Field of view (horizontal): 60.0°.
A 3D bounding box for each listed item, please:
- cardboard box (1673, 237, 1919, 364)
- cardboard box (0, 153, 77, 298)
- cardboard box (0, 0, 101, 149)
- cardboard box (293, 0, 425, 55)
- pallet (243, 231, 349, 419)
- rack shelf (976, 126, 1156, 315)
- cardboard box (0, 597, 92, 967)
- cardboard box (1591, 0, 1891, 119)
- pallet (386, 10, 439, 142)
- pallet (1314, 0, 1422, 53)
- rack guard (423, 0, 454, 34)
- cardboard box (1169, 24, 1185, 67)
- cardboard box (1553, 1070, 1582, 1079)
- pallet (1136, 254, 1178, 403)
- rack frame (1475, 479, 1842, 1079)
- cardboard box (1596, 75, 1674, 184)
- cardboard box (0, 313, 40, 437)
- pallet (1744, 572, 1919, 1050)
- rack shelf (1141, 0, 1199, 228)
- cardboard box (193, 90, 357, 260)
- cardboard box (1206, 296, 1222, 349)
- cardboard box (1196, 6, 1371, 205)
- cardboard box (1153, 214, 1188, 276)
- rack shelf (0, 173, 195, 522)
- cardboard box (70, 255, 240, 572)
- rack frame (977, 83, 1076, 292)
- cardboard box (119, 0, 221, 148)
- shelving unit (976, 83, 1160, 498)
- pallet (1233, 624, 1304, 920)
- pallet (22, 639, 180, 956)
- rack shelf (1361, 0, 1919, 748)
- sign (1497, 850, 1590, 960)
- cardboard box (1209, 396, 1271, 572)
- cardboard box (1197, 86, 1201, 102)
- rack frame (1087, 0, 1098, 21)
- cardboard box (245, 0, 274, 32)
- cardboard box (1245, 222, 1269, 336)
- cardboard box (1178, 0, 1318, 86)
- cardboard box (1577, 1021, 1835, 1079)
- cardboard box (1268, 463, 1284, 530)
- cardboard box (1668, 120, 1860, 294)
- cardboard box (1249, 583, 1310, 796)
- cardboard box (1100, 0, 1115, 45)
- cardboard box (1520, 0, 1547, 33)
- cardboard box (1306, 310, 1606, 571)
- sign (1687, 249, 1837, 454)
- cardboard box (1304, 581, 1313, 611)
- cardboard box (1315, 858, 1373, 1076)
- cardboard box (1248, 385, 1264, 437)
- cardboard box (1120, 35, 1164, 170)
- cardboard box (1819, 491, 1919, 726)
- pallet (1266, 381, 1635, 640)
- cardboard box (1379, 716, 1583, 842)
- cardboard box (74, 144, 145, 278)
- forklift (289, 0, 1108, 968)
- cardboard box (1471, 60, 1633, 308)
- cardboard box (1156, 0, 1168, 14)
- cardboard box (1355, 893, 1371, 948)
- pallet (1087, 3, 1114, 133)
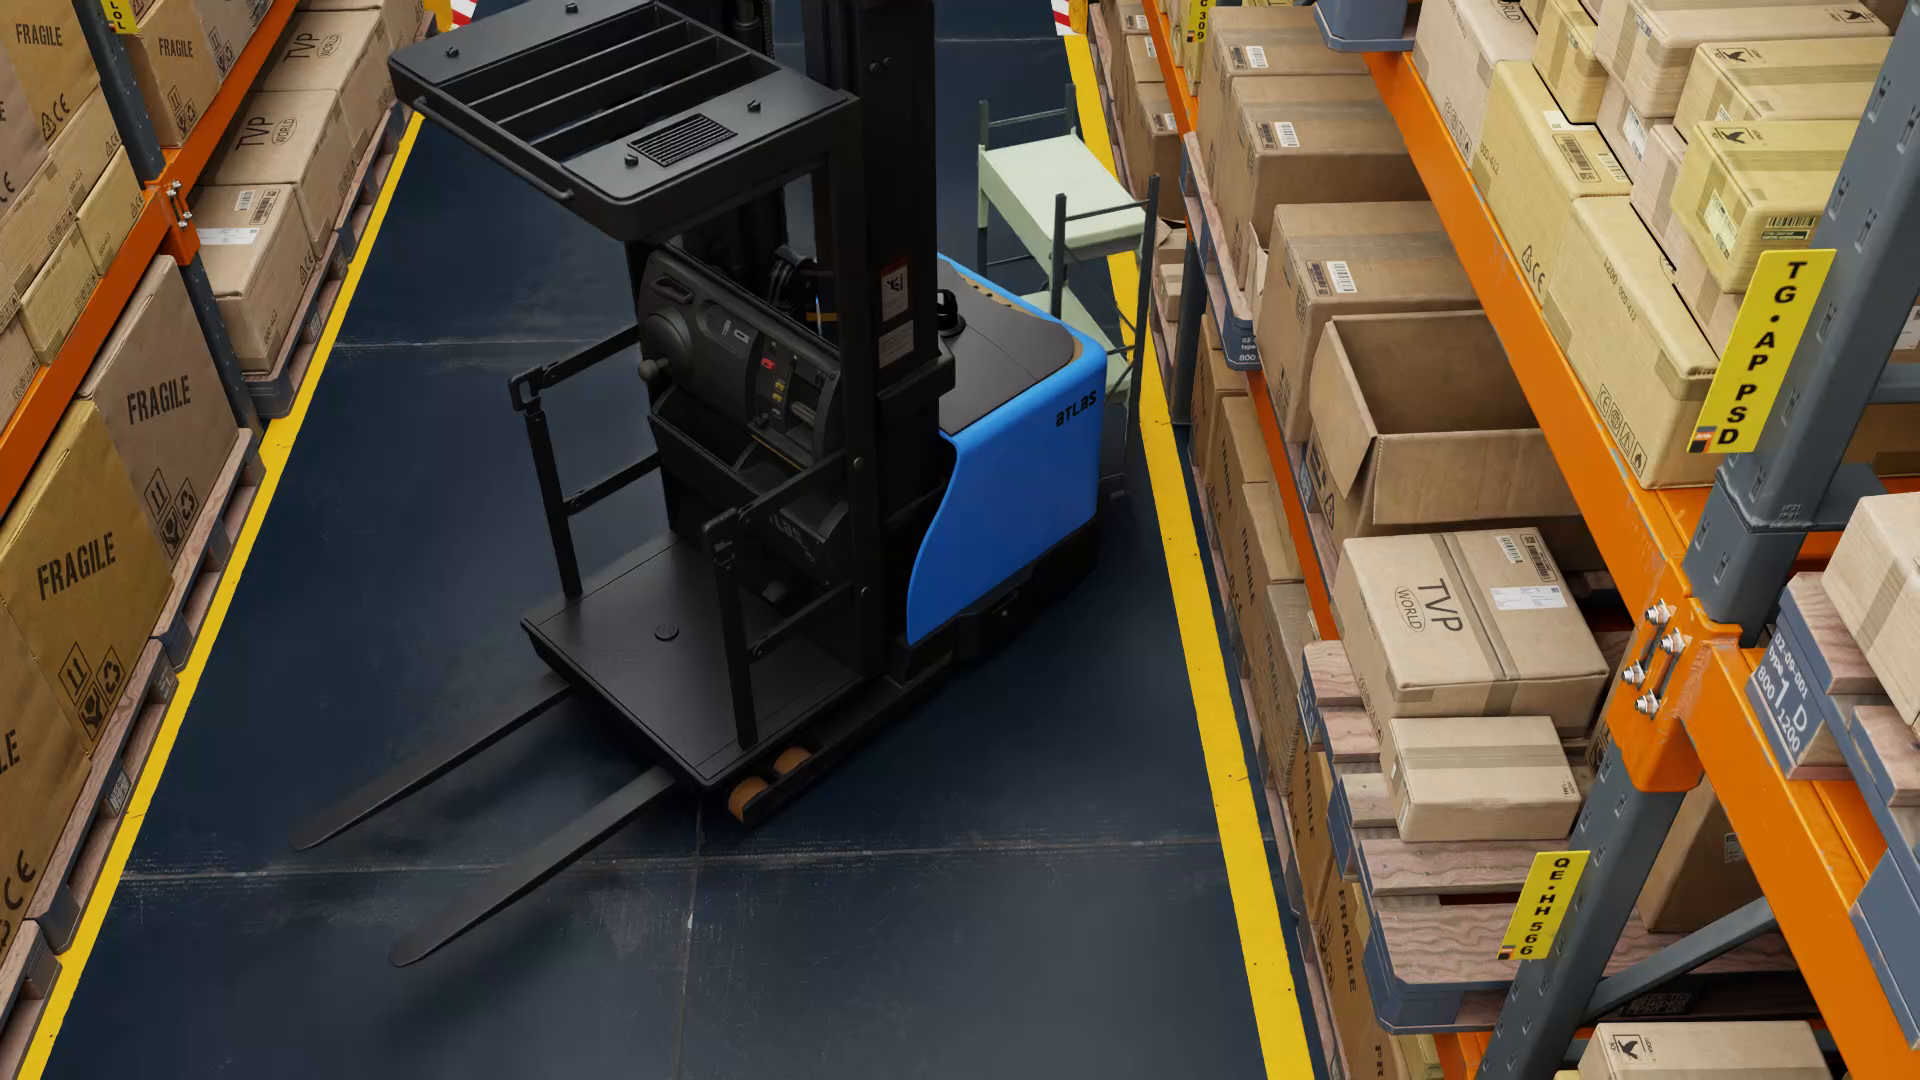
[{"bbox_3d":[1.341,-0.390,2.552,0.380,0.149,0.250,-1,43,-1],"label":"cardboard box"},{"bbox_3d":[-3.242,-1.017,5.380,0.500,0.250,0.500,-1,43,-1],"label":"cardboard box"},{"bbox_3d":[-3.262,-1.627,5.491,0.500,0.500,0.500,0,43,0],"label":"cardboard box"},{"bbox_3d":[-3.574,-2.983,9.370,0.875,0.438,0.875,-3,43,-3],"label":"cardboard box"},{"bbox_3d":[-3.486,-1.003,7.688,1.003,0.211,1.213,-2,43,-2],"label":"pallet"},{"bbox_3d":[0.394,-1.225,6.399,0.431,0.370,0.720,-15,45,-16],"label":"rack shelf"},{"bbox_3d":[-3.342,0.742,4.982,0.875,0.875,0.875,-1,43,-1],"label":"cardboard box"},{"bbox_3d":[1.319,-0.849,2.833,0.380,0.149,0.250,-3,43,-3],"label":"cardboard box"},{"bbox_3d":[-3.590,-2.650,9.485,1.003,0.211,1.213,-2,43,-2],"label":"pallet"},{"bbox_3d":[1.432,-1.555,4.145,1.213,0.211,1.003,-2,43,-2],"label":"pallet"},{"bbox_3d":[-3.703,-3.311,9.992,1.175,0.500,0.348,-2,43,-2],"label":"rack guard"},{"bbox_3d":[1.093,-2.126,7.035,0.380,0.149,0.250,-1,43,-1],"label":"cardboard box"},{"bbox_3d":[1.347,1.218,2.942,0.500,0.250,0.500,-2,43,-2],"label":"cardboard box"},{"bbox_3d":[1.399,-1.096,7.790,1.003,0.211,1.213,-2,43,-2],"label":"pallet"},{"bbox_3d":[1.597,1.040,3.396,1.000,3.000,0.127,-2,43,-2],"label":"rack frame"},{"bbox_3d":[1.364,-0.744,2.937,0.380,0.149,0.250,-1,43,-1],"label":"cardboard box"},{"bbox_3d":[-3.238,-0.480,5.164,0.500,0.250,0.500,-3,43,-3],"label":"cardboard box"},{"bbox_3d":[1.715,0.459,1.949,1.213,0.211,1.003,0,43,0],"label":"pallet"},{"bbox_3d":[1.342,-2.745,8.058,1.077,0.370,4.000,-2,43,-2],"label":"rack shelf"},{"bbox_3d":[-3.490,-1.757,8.032,0.875,0.438,0.875,-3,43,-3],"label":"cardboard box"},{"bbox_3d":[1.177,-0.883,6.553,0.380,0.149,0.250,0,43,0],"label":"cardboard box"},{"bbox_3d":[1.224,-1.519,5.803,0.700,0.500,0.500,-1,43,-1],"label":"cardboard box"},{"bbox_3d":[1.095,-1.416,7.788,0.396,0.266,0.258,0,43,0],"label":"cardboard box"},{"bbox_3d":[-3.447,0.100,4.954,1.077,0.370,4.000,-2,43,-2],"label":"rack shelf"},{"bbox_3d":[-3.426,-0.471,6.305,0.875,0.875,0.875,0,43,0],"label":"cardboard box"},{"bbox_3d":[0.261,-1.168,6.914,0.400,1.500,0.023,-15,45,-16],"label":"rack frame"},{"bbox_3d":[-3.290,-1.877,6.503,0.500,0.500,0.500,0,43,0],"label":"cardboard box"},{"bbox_3d":[0.394,-0.937,6.663,0.431,1.500,0.755,-15,45,-16],"label":"shelving unit"},{"bbox_3d":[1.554,0.741,5.785,1.003,0.211,1.213,-2,43,-2],"label":"pallet"},{"bbox_3d":[-3.369,0.857,5.659,1.003,0.211,1.213,-2,43,-2],"label":"pallet"},{"bbox_3d":[1.512,-1.151,4.098,1.077,0.370,4.000,-2,43,-2],"label":"rack shelf"},{"bbox_3d":[1.055,0.664,3.007,0.100,0.325,0.005,-2,43,-2],"label":"sign"},{"bbox_3d":[1.255,-0.202,6.289,0.500,0.500,0.500,-2,43,-2],"label":"cardboard box"},{"bbox_3d":[1.161,-1.776,6.653,0.380,0.149,0.250,-1,43,-1],"label":"cardboard box"},{"bbox_3d":[1.257,-4.361,9.288,1.000,3.000,0.127,-2,43,-2],"label":"rack frame"},{"bbox_3d":[-3.322,-2.552,7.241,0.500,0.500,0.500,-1,43,-2],"label":"cardboard box"},{"bbox_3d":[1.103,-0.817,5.210,0.396,0.266,0.258,0,43,0],"label":"cardboard box"},{"bbox_3d":[1.162,-2.052,6.659,0.500,0.250,0.500,-1,43,-1],"label":"cardboard box"},{"bbox_3d":[1.316,0.988,2.899,0.380,0.149,0.250,0,43,-1],"label":"cardboard box"},{"bbox_3d":[1.286,-0.171,5.776,0.380,0.149,0.250,-2,43,-2],"label":"cardboard box"},{"bbox_3d":[1.287,-0.491,2.441,0.380,0.149,0.250,0,43,0],"label":"cardboard box"},{"bbox_3d":[1.288,0.486,5.539,0.500,0.500,0.500,-3,43,-3],"label":"cardboard box"},{"bbox_3d":[1.189,-3.180,9.536,0.797,0.503,0.637,-3,43,-3],"label":"cardboard box"},{"bbox_3d":[1.349,-1.080,3.304,0.380,0.149,0.250,-1,43,-1],"label":"cardboard box"},{"bbox_3d":[1.343,-0.250,4.415,0.797,0.503,0.637,-3,43,-3],"label":"cardboard box"},{"bbox_3d":[1.055,-0.242,2.192,0.100,0.325,0.005,-2,43,-2],"label":"sign"},{"bbox_3d":[1.335,0.178,5.395,0.380,0.149,0.250,-1,43,-2],"label":"cardboard box"},{"bbox_3d":[1.354,1.189,4.772,0.500,0.500,0.500,-2,43,-2],"label":"cardboard box"},{"bbox_3d":[1.288,-0.525,6.162,0.380,0.149,0.250,-4,43,-4],"label":"cardboard box"},{"bbox_3d":[1.109,-2.241,8.514,0.500,0.500,0.500,-1,43,-1],"label":"cardboard box"},{"bbox_3d":[1.308,0.073,2.019,0.380,0.166,0.250,-2,43,-2],"label":"cardboard box"},{"bbox_3d":[1.510,-0.202,4.893,1.003,0.211,1.213,-2,43,-2],"label":"pallet"},{"bbox_3d":[1.186,0.545,3.810,0.380,0.149,0.250,-1,43,-1],"label":"cardboard box"},{"bbox_3d":[-3.261,-1.165,5.912,0.500,0.250,0.500,-3,43,-3],"label":"cardboard box"},{"bbox_3d":[-0.858,-0.506,5.133,3.031,2.935,1.130,-34,52,-31],"label":"forklift"},{"bbox_3d":[1.311,-0.689,3.173,0.500,0.250,0.500,-2,43,-2],"label":"cardboard box"},{"bbox_3d":[1.070,-2.475,7.416,0.380,0.149,0.250,-2,43,-2],"label":"cardboard box"},{"bbox_3d":[1.280,1.058,4.435,0.380,0.149,0.250,-4,43,-4],"label":"cardboard box"},{"bbox_3d":[1.295,-2.743,9.587,1.003,0.211,1.213,-2,43,-2],"label":"pallet"}]
